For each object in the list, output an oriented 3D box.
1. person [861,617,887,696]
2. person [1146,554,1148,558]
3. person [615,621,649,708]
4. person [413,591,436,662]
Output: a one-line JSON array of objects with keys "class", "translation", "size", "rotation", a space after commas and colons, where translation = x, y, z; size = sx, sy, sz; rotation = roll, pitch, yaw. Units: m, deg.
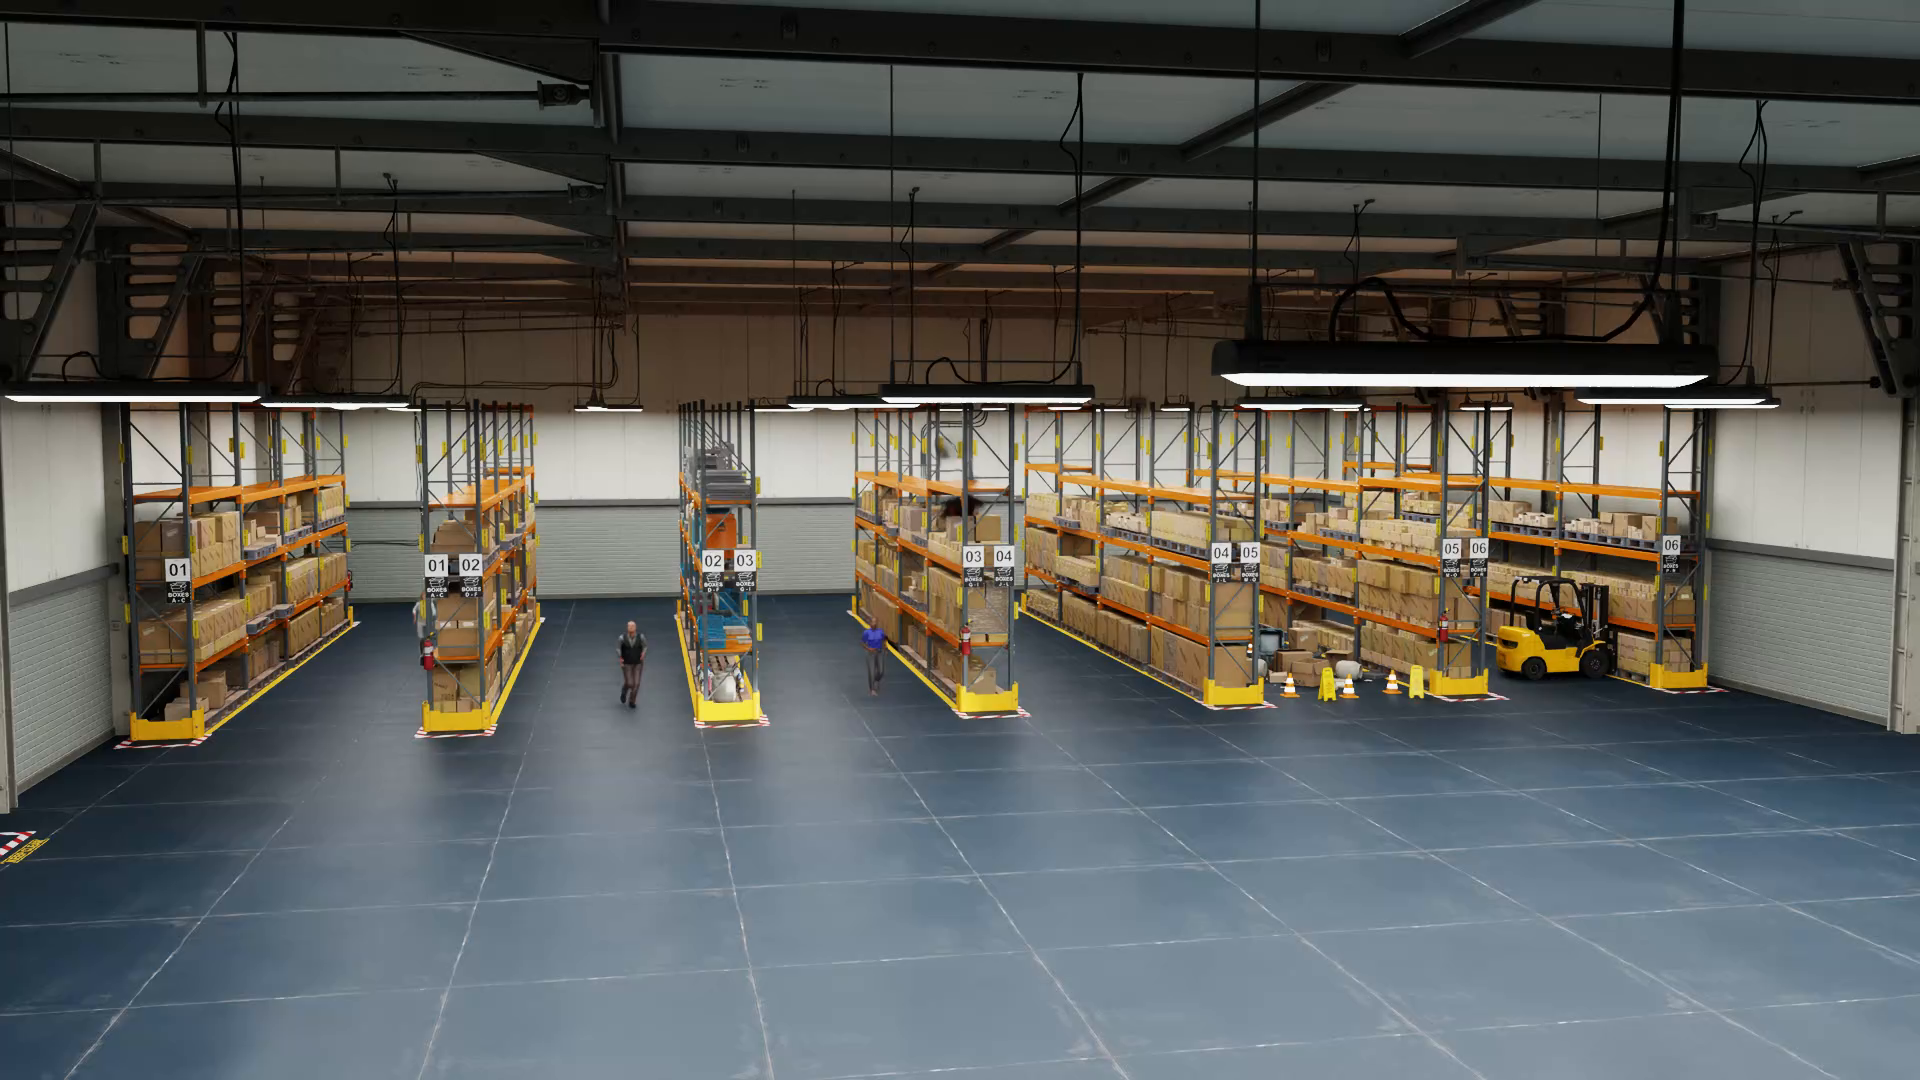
[{"class": "person", "translation": [-1.727, 2.368, 33.857], "size": [0.569, 1.617, 0.554], "rotation": [-1, 5, -17]}, {"class": "person", "translation": [5.722, 1.081, 50.411], "size": [0.724, 1.743, 0.577], "rotation": [-1, 4, -16]}, {"class": "person", "translation": [-6.387, 2.405, 32.480], "size": [0.652, 1.627, 0.563], "rotation": [-1, 5, -18]}, {"class": "person", "translation": [-12.449, 2.004, 38.671], "size": [0.509, 1.648, 0.728], "rotation": [-1, 4, -16]}]
